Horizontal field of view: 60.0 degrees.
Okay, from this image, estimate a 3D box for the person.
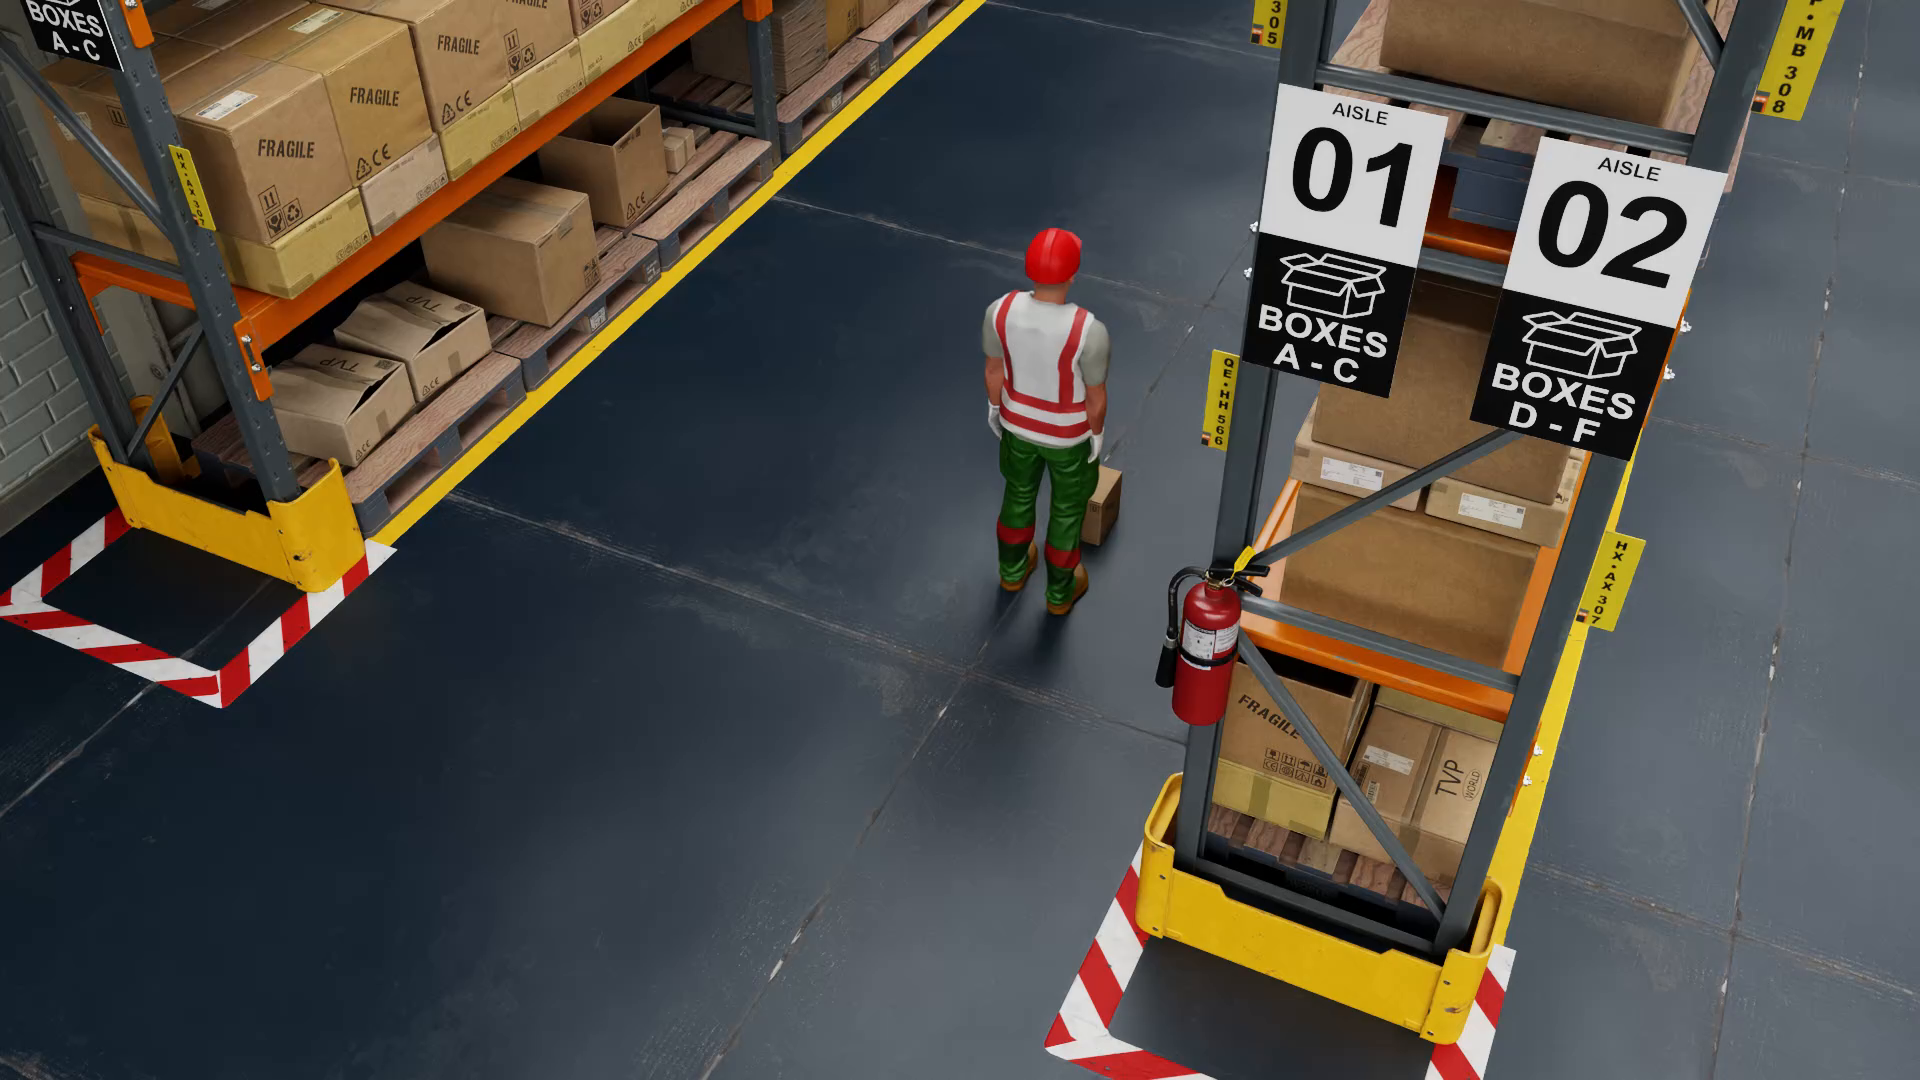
[{"bbox_3d":[0.358,-0.477,6.679,0.523,1.790,0.372,18,45,20],"label":"person"}]
